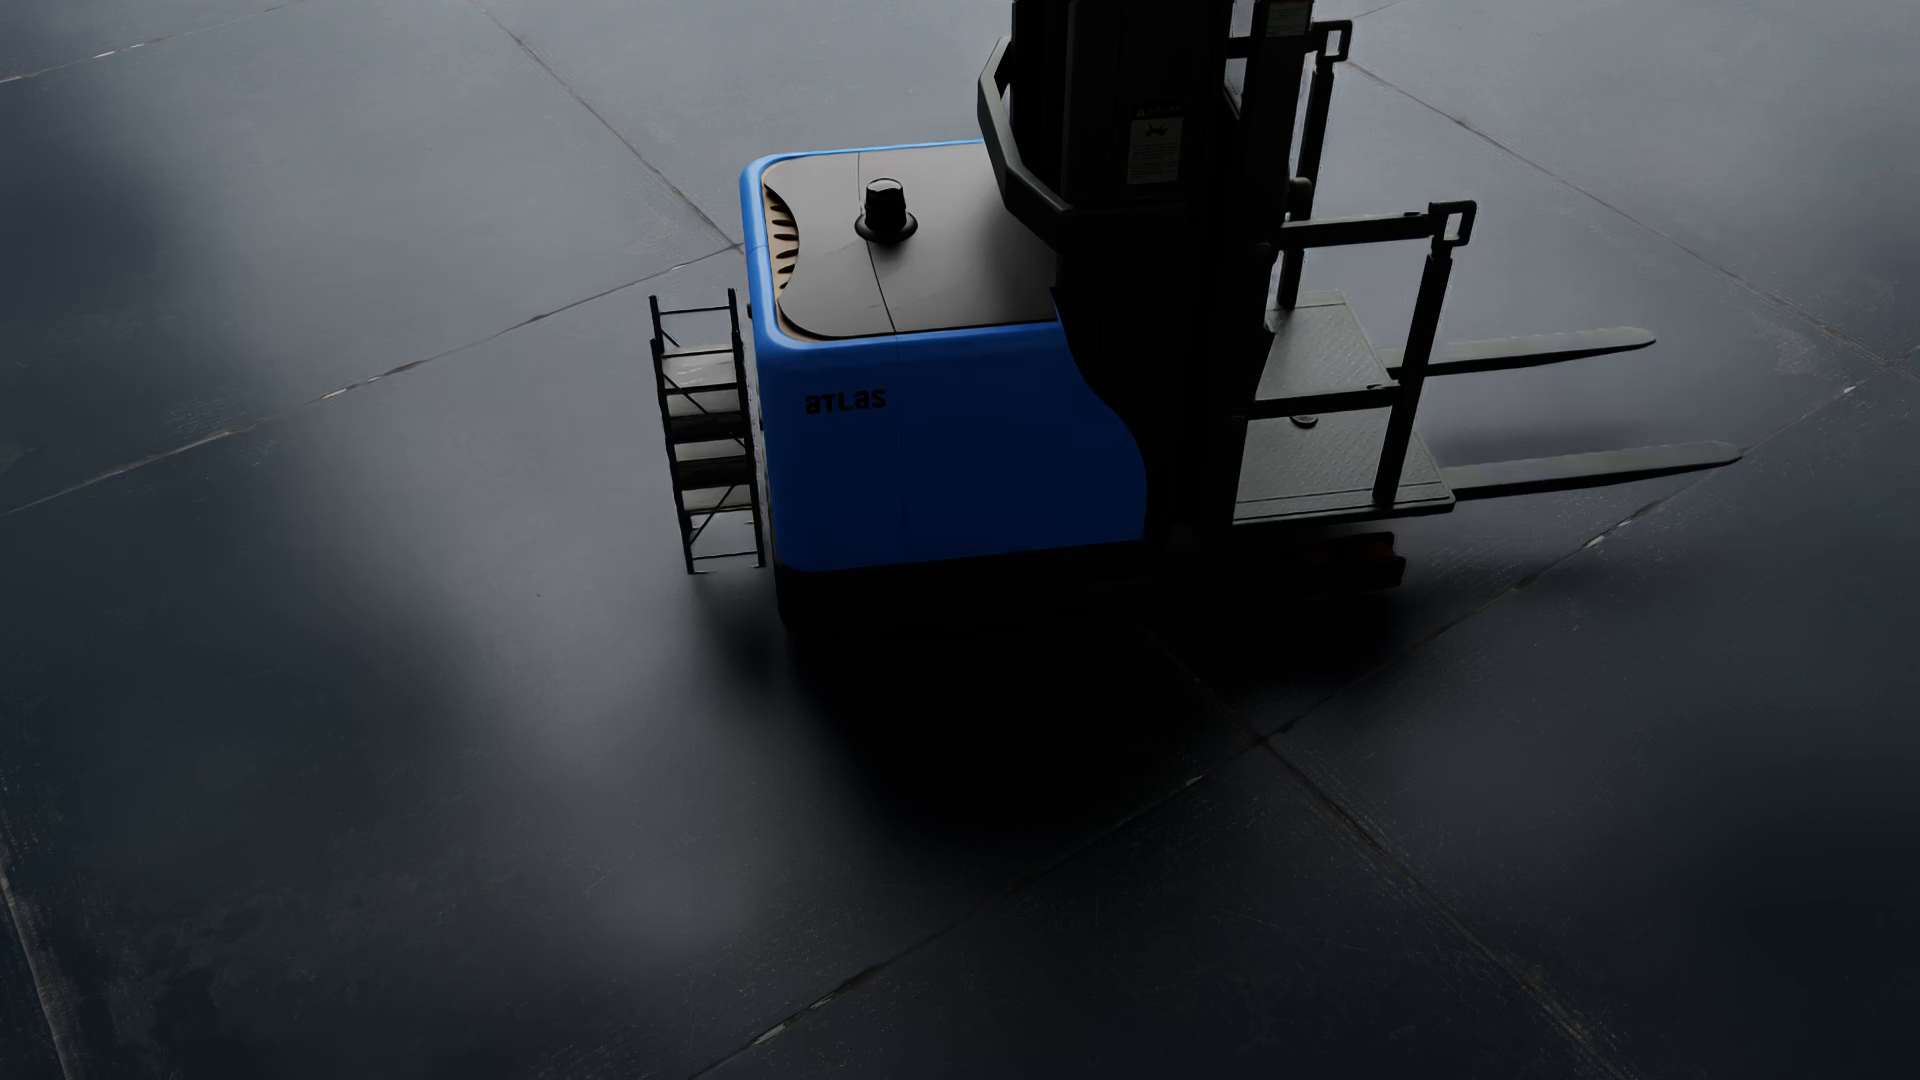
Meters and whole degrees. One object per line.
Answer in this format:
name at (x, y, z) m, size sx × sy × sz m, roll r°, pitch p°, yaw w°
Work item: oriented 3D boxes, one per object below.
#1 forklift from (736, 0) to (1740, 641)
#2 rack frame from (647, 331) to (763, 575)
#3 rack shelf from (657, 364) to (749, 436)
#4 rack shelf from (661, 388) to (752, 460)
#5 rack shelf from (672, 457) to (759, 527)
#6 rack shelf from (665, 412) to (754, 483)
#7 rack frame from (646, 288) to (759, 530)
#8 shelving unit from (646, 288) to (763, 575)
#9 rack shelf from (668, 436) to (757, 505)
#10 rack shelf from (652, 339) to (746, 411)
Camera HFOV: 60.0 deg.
forklift at (0.893, -1.231, 4.417) m, size 3.031 × 2.935 × 1.130 m, roll -6°, pitch 44°, yaw -6°
rack frame at (-0.731, -0.231, 4.840) m, size 0.240 × 0.900 × 0.006 m, roll -6°, pitch 44°, yaw -6°
rack shelf at (-0.746, -0.407, 4.811) m, size 0.258 × 0.077 × 0.200 m, roll -6°, pitch 44°, yaw -6°
rack shelf at (-0.746, -0.342, 4.874) m, size 0.258 × 0.077 × 0.200 m, roll -6°, pitch 44°, yaw -6°
rack shelf at (-0.746, -0.146, 5.060) m, size 0.258 × 0.077 × 0.200 m, roll -6°, pitch 44°, yaw -6°
rack shelf at (-0.746, -0.276, 4.936) m, size 0.258 × 0.077 × 0.200 m, roll -6°, pitch 44°, yaw -6°
rack frame at (-0.761, -0.370, 4.985) m, size 0.240 × 0.900 × 0.006 m, roll -6°, pitch 44°, yaw -6°
shelving unit at (-0.746, -0.301, 4.913) m, size 0.258 × 0.900 × 0.210 m, roll -6°, pitch 44°, yaw -6°
rack shelf at (-0.746, -0.211, 4.998) m, size 0.258 × 0.077 × 0.200 m, roll -6°, pitch 44°, yaw -6°
rack shelf at (-0.747, -0.472, 4.749) m, size 0.258 × 0.077 × 0.200 m, roll -6°, pitch 44°, yaw -6°
